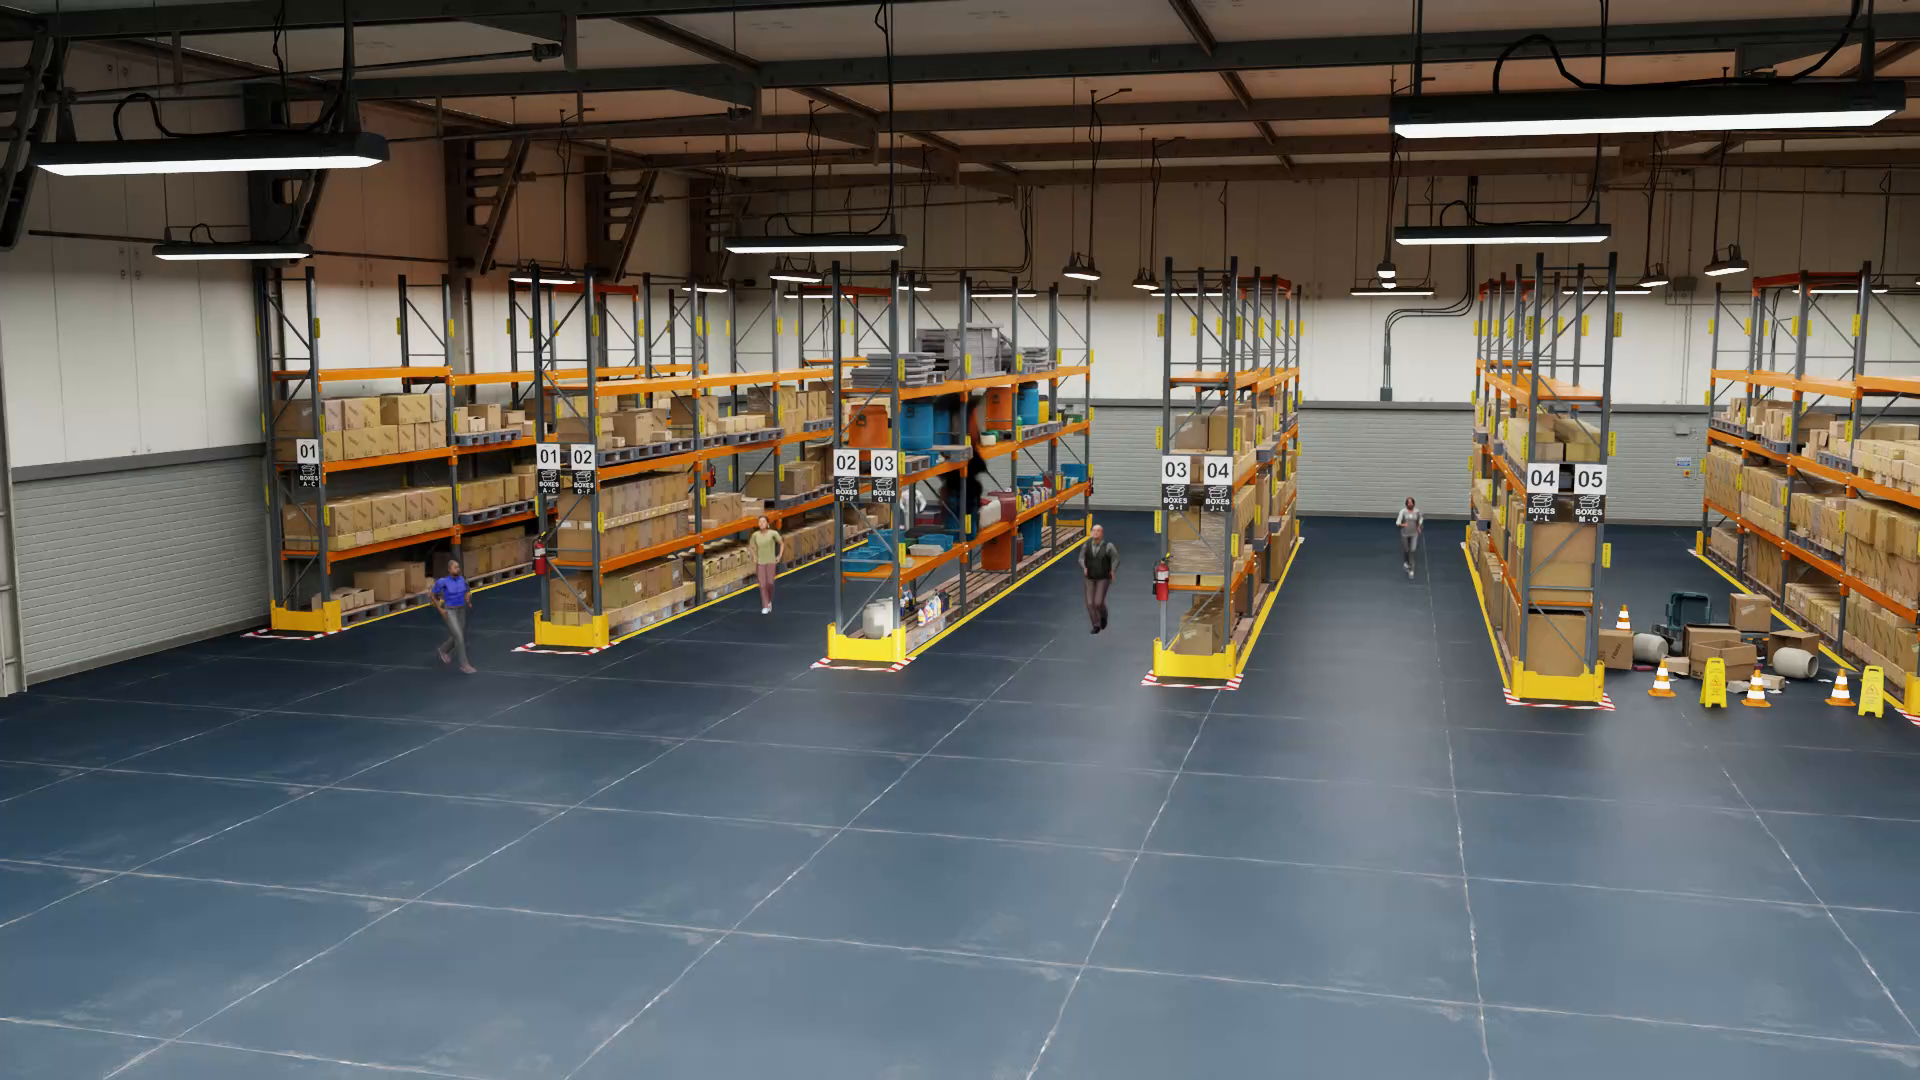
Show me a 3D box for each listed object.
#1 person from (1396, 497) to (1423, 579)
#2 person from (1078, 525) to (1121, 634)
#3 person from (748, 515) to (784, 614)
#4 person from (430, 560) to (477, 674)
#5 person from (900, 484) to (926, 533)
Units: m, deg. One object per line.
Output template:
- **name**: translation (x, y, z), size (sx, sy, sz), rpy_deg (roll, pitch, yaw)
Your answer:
- **person**: translation (9.112, -0.074, 33.724), size (0.537, 1.610, 0.875), rpy_deg (1, 7, 11)
- **person**: translation (2.121, 0.617, 25.792), size (0.659, 1.693, 0.527), rpy_deg (3, 8, 20)
- **person**: translation (-3.228, 0.418, 27.574), size (0.589, 1.630, 0.490), rpy_deg (0, 7, 1)
- **person**: translation (-7.433, 1.108, 24.396), size (0.837, 1.653, 0.598), rpy_deg (5, 9, 32)
- **person**: translation (-1.106, -0.580, 37.648), size (0.612, 1.653, 0.524), rpy_deg (1, 7, 10)
